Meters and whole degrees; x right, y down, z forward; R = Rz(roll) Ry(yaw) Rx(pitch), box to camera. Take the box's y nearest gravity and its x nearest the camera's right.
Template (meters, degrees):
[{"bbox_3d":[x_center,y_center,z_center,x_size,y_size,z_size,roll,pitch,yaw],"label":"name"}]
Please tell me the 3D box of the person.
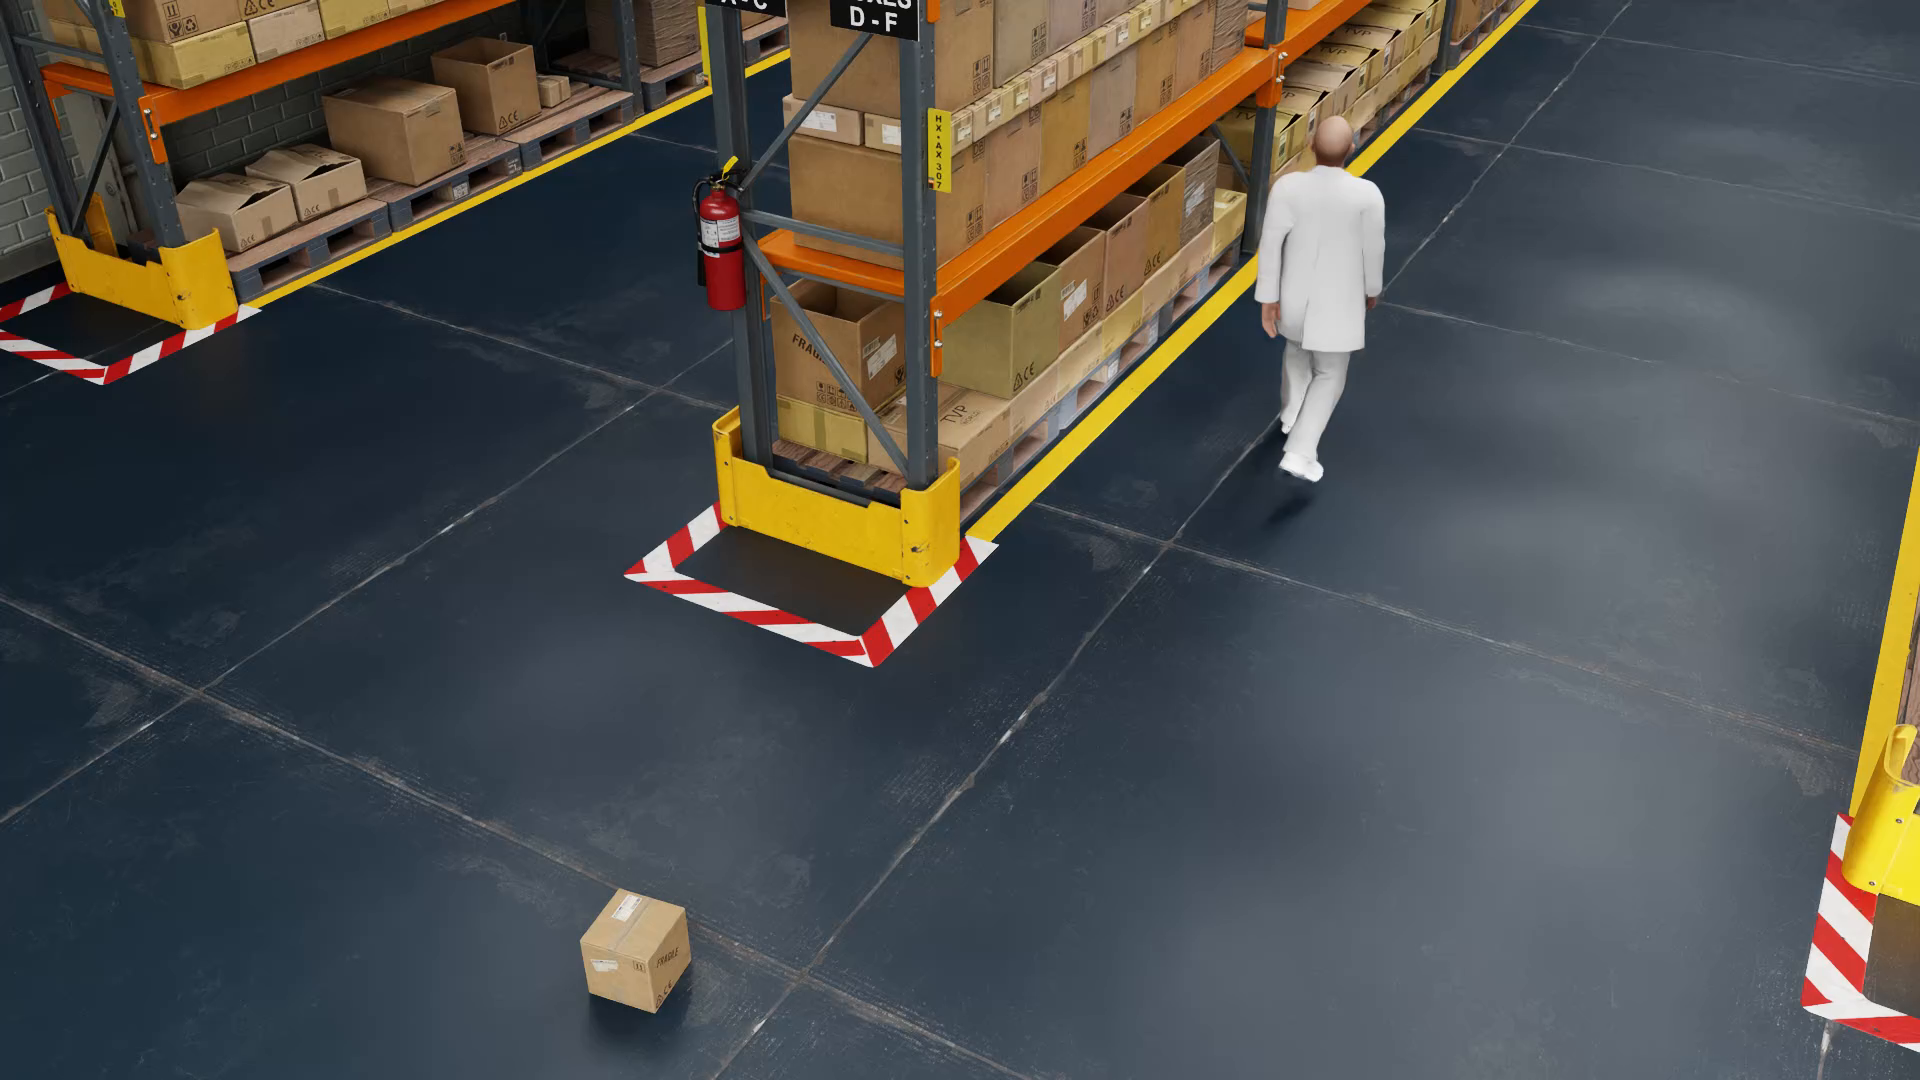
[{"bbox_3d":[1.690,-1.157,7.877,0.549,1.738,1.060,16,37,23],"label":"person"}]
